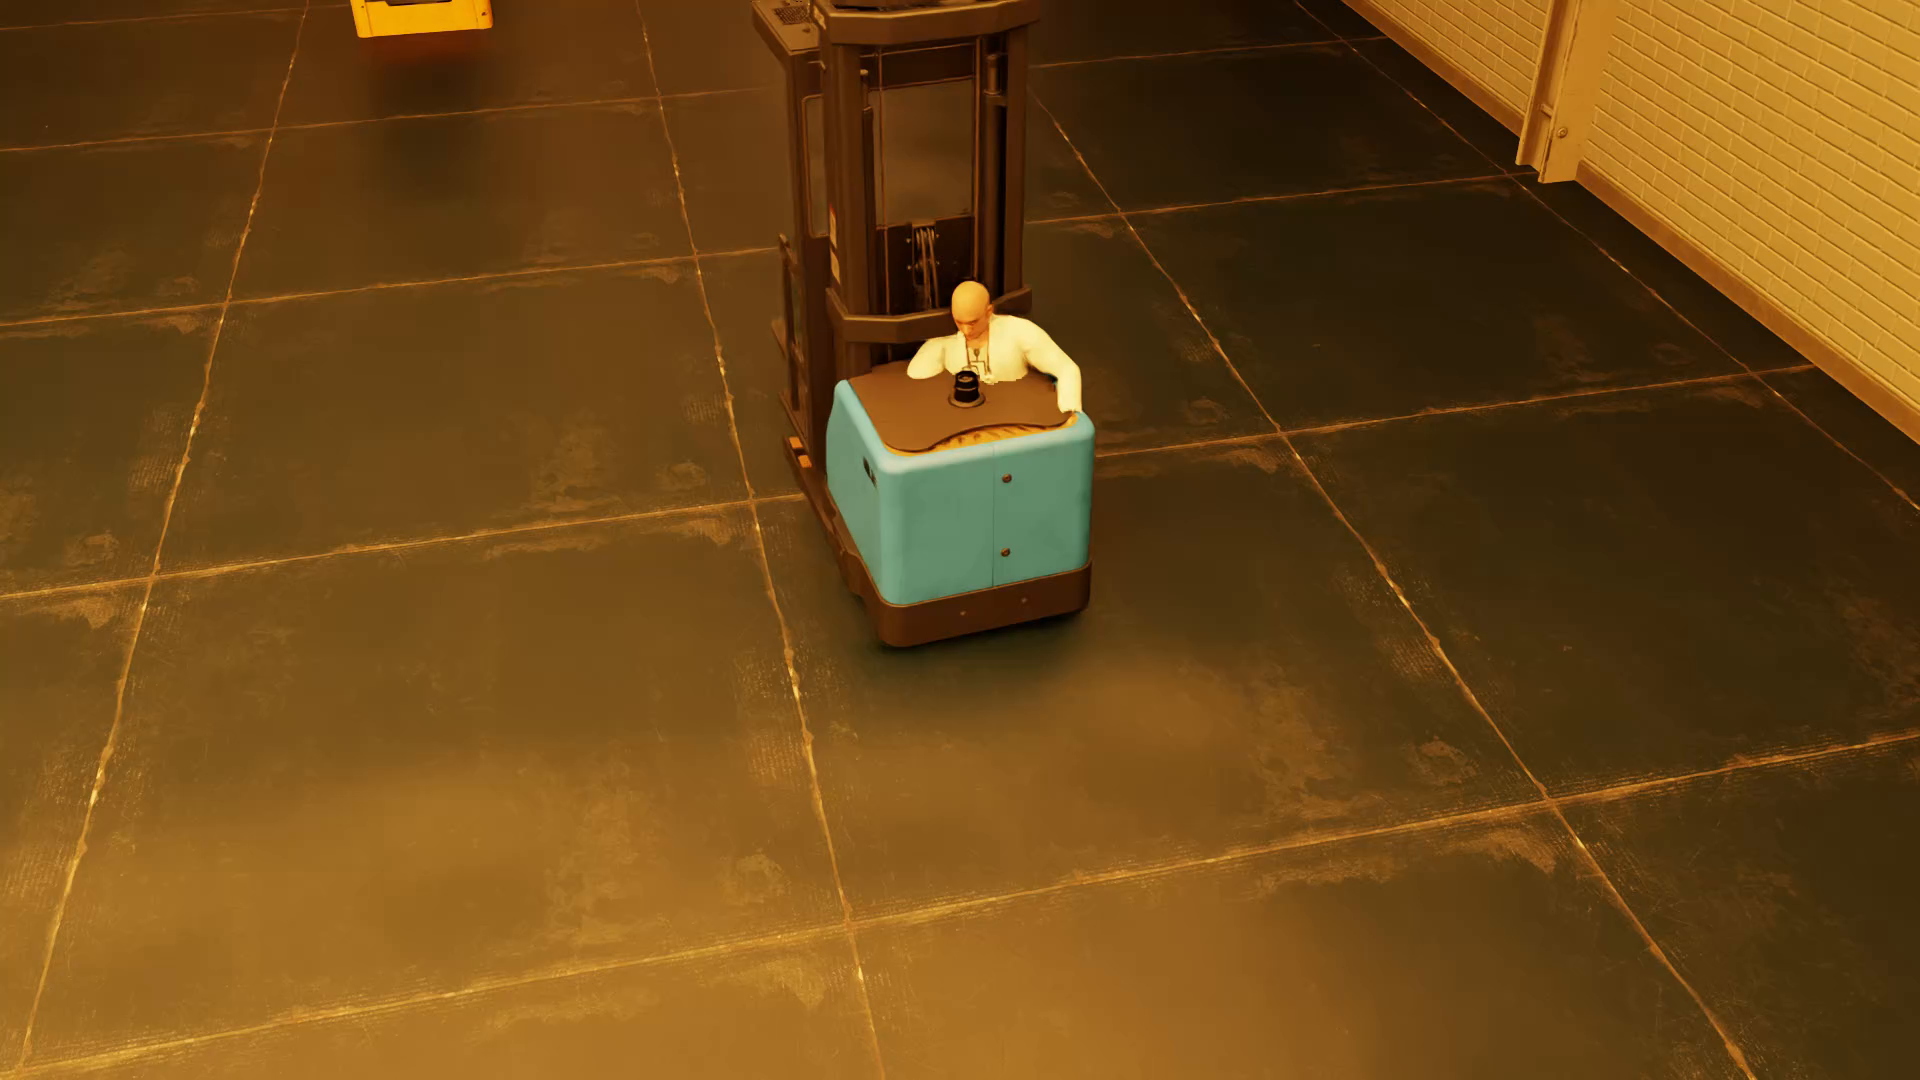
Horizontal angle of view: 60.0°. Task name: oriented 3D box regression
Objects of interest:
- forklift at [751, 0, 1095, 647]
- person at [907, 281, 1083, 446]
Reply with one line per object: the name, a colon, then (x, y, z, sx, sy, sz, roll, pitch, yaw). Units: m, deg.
forklift: (-0.330, -1.551, 8.205, 1.130, 2.935, 3.031, -11, 37, -15)
person: (0.104, -0.419, 7.800, 0.980, 1.563, 0.786, 7, 36, 9)
